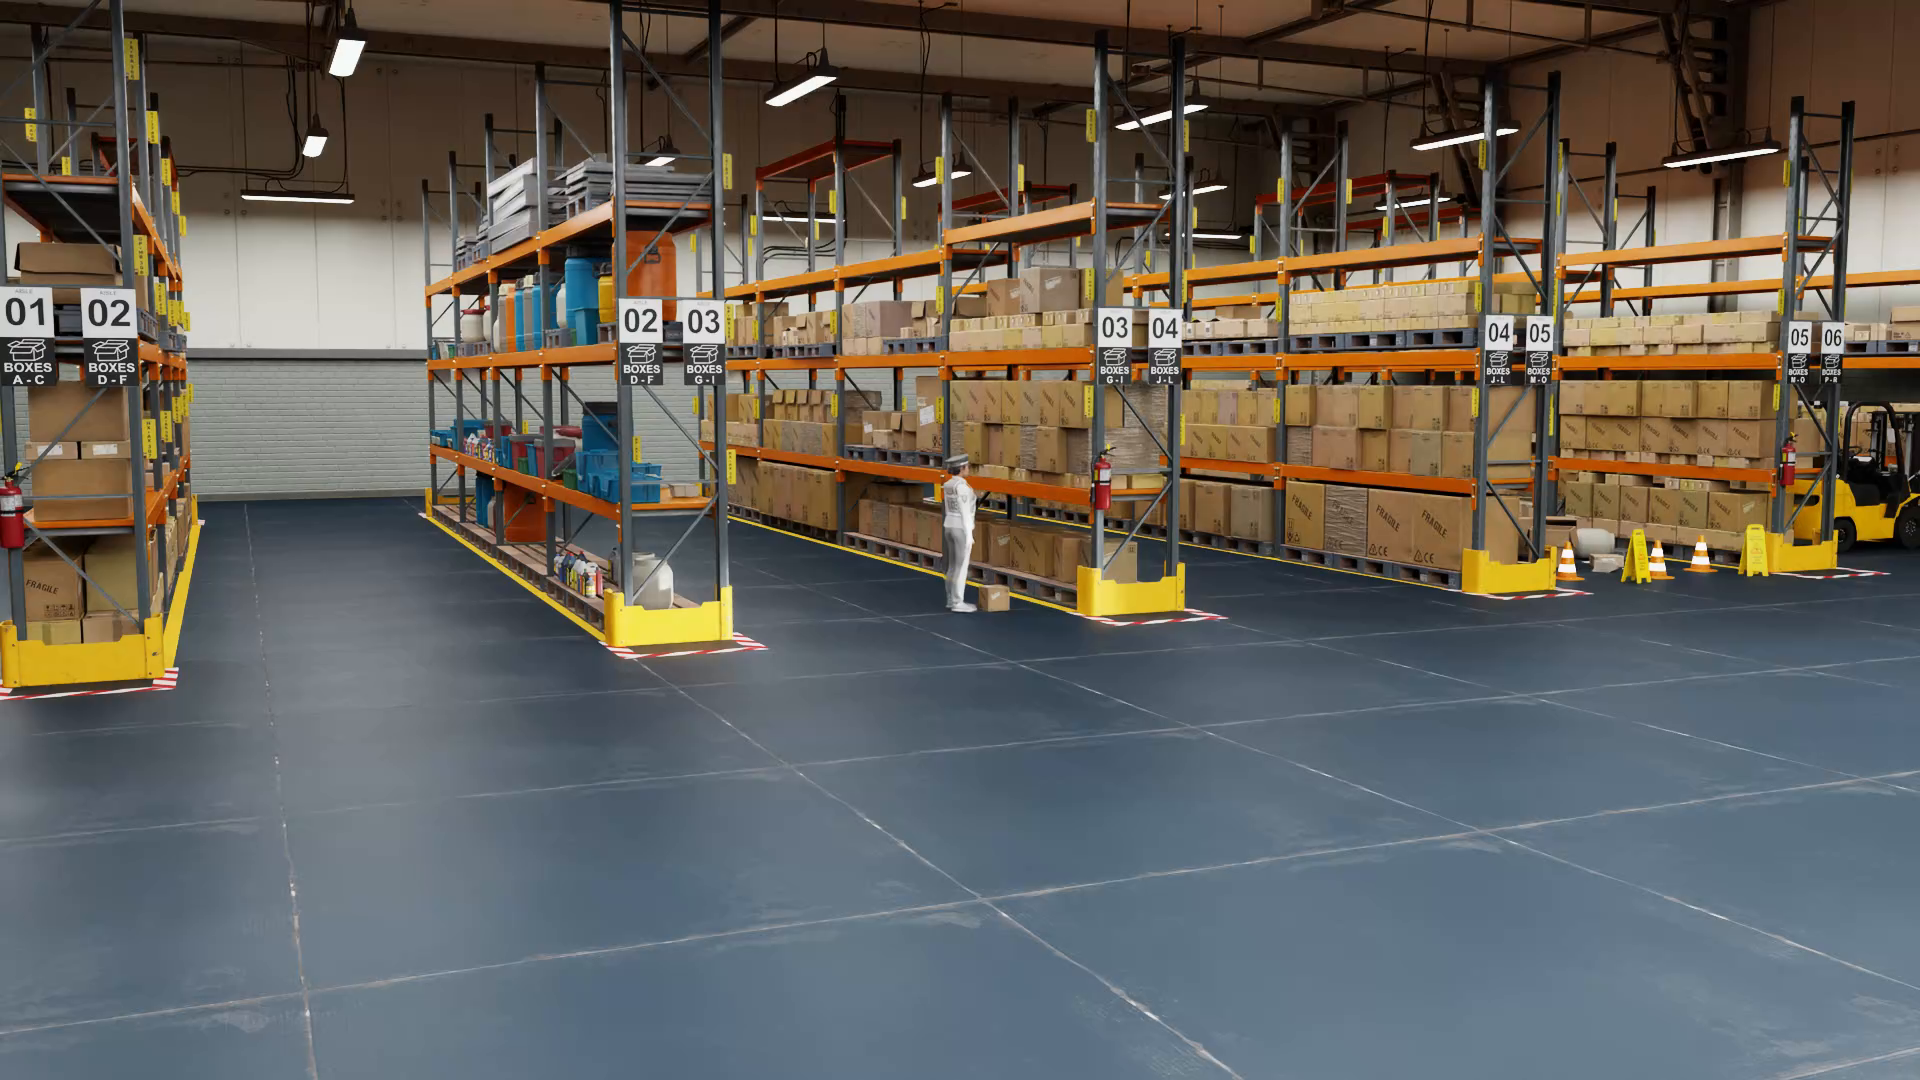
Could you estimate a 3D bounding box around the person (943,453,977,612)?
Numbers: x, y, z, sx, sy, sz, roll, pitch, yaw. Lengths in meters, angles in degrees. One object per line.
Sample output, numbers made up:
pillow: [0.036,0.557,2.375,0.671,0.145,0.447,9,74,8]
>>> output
person: [0.013,-0.077,17.659,0.345,1.684,0.500,-3,6,-24]
